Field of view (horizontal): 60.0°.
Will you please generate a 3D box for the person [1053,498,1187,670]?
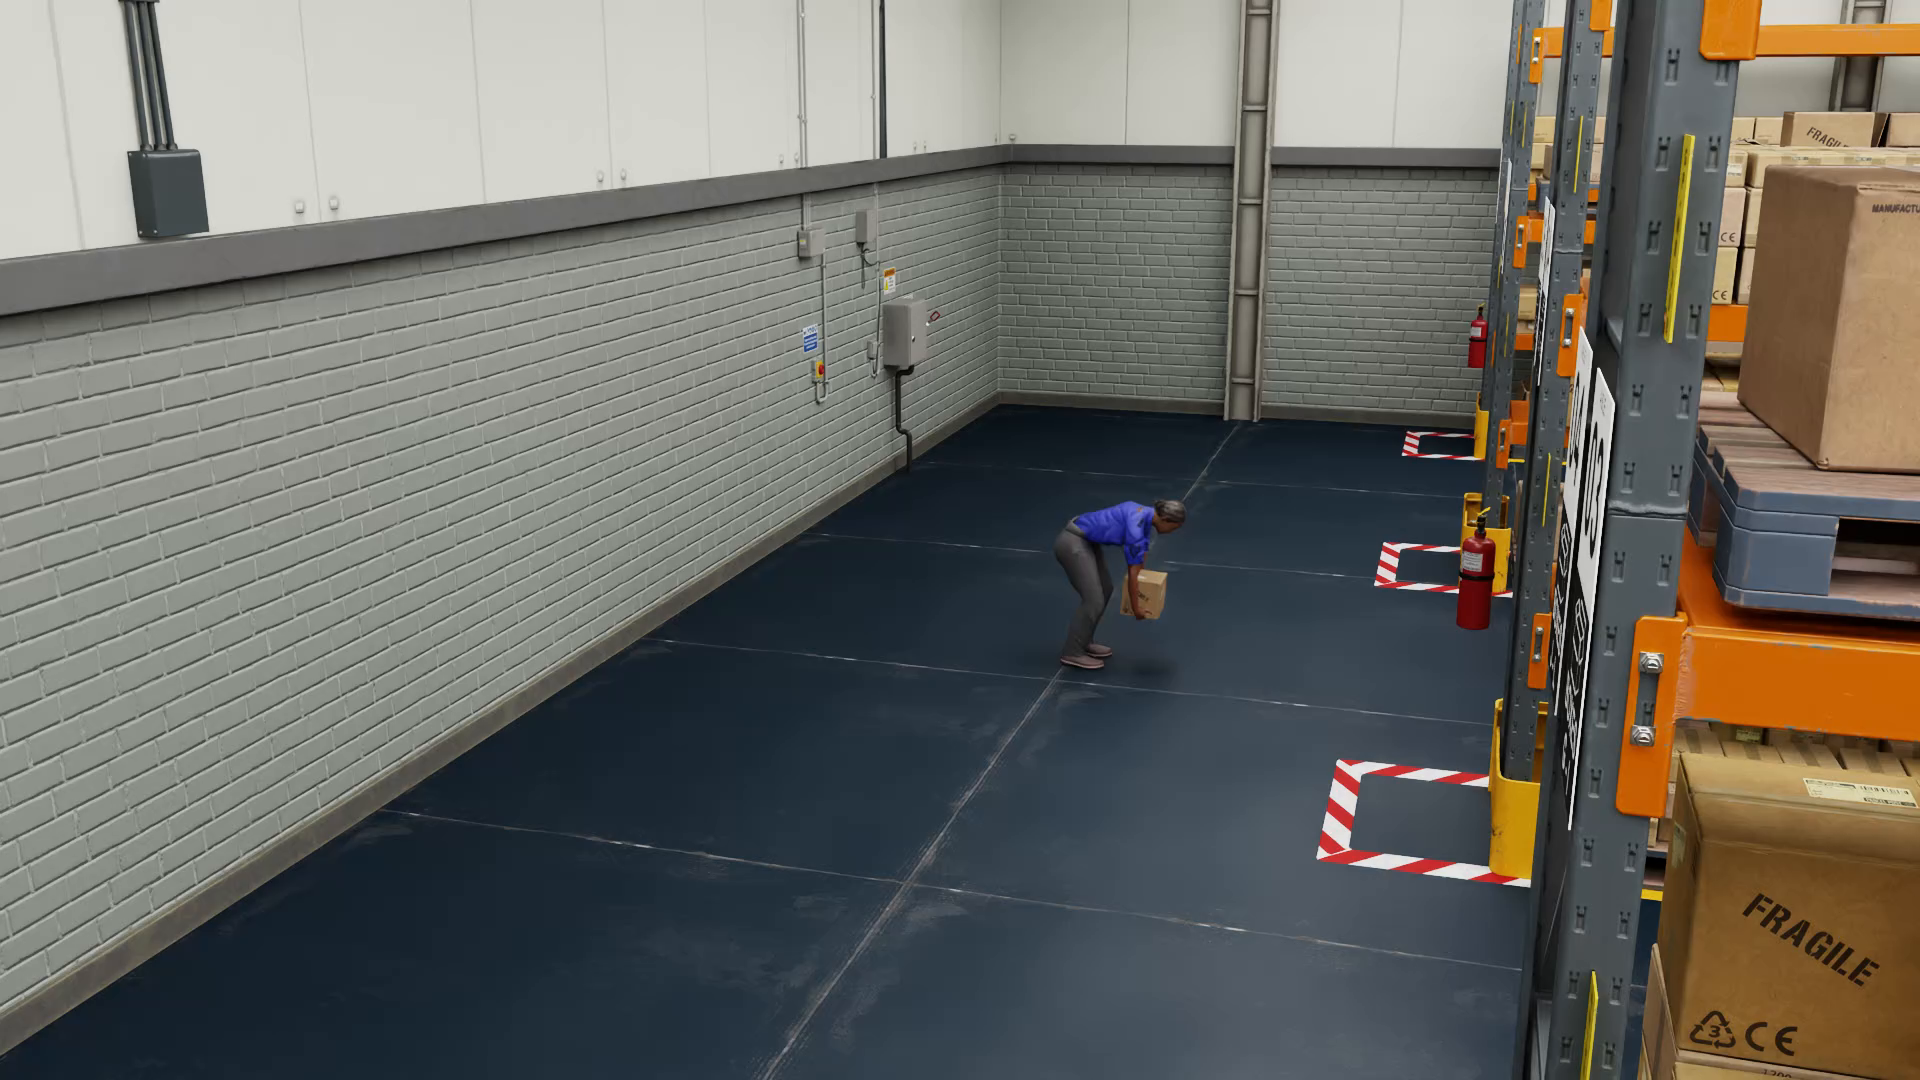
[{"bbox_3d":[1.051,0.271,11.002,0.858,1.155,0.418,4,16,14],"label":"person"}]
